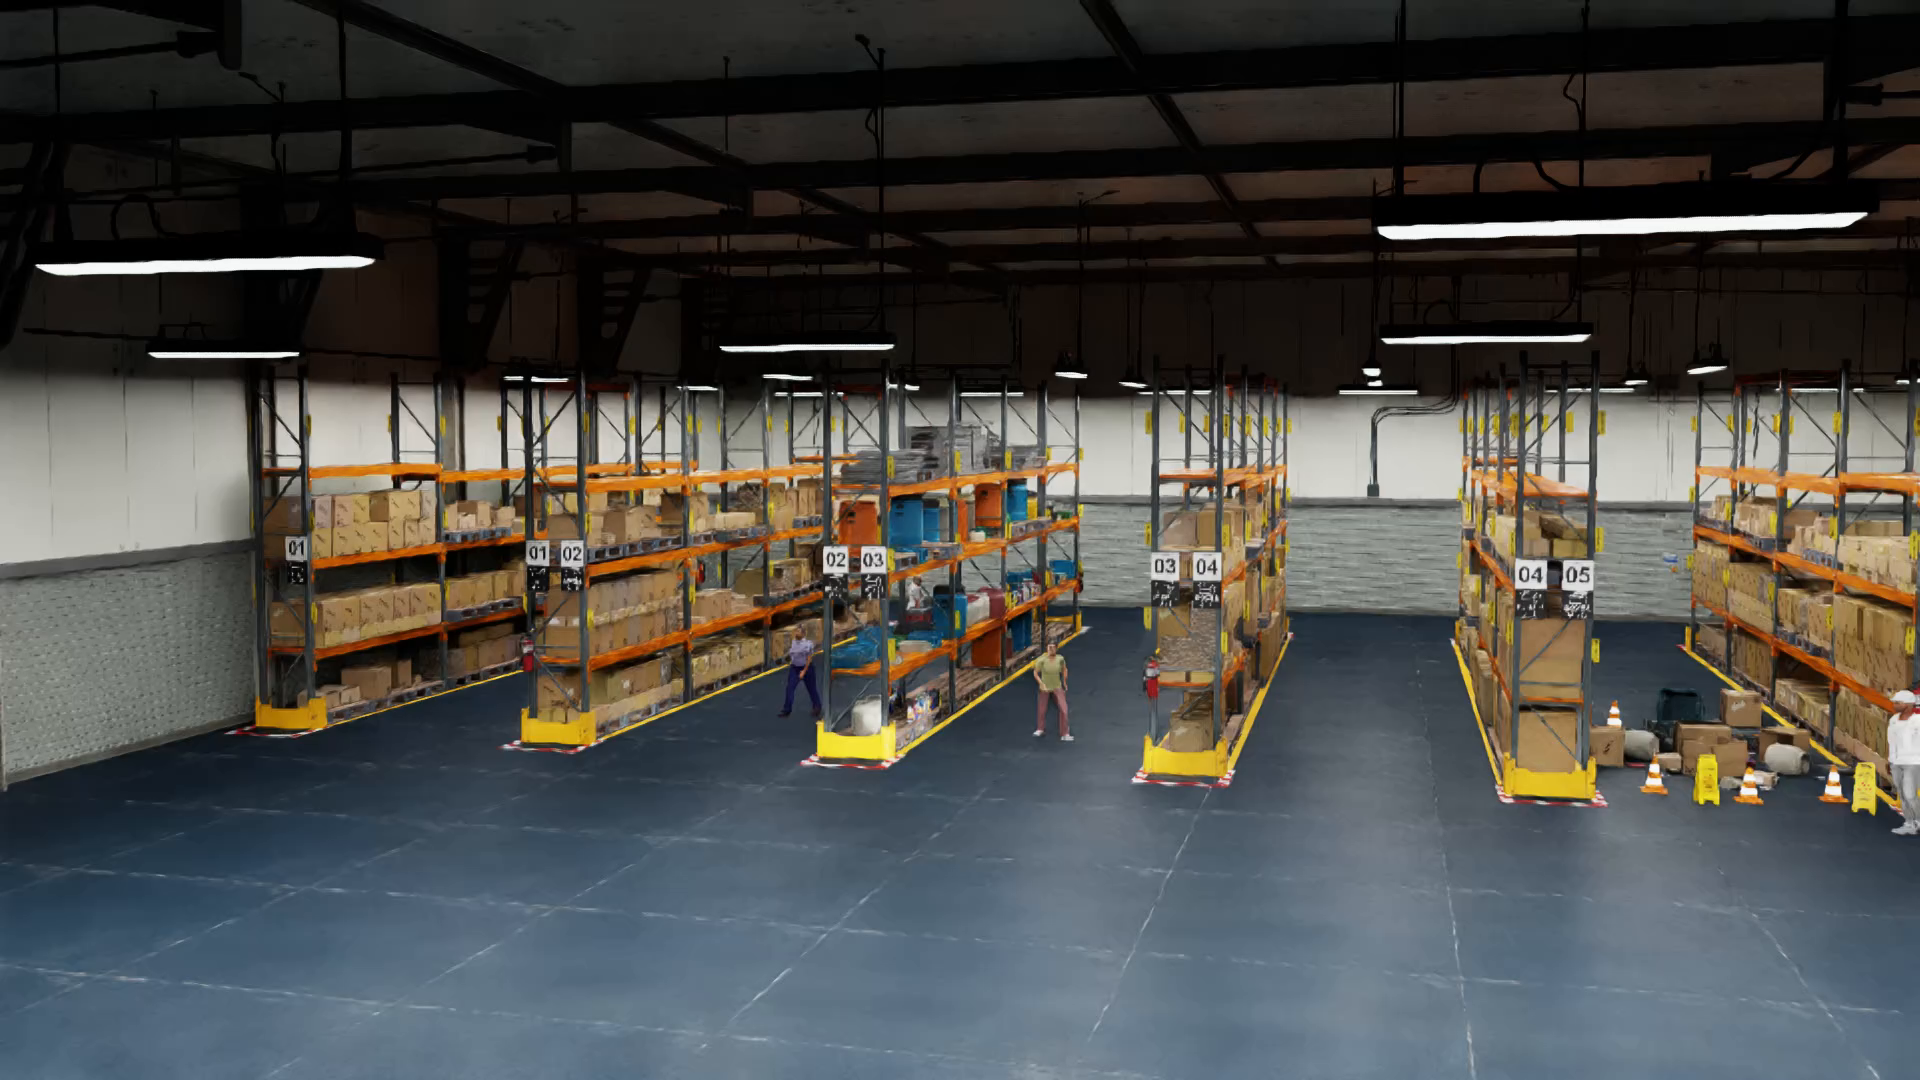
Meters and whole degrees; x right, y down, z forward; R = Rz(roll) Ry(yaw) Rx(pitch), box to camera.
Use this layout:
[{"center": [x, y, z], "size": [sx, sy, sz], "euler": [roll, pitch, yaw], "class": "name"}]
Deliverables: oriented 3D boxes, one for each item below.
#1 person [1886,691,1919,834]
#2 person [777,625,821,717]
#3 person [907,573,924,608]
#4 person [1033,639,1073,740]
[{"center": [11.567, 2.715, 20.259], "size": [0.398, 1.760, 0.652], "euler": [-1, 4, -15], "class": "person"}, {"center": [-2.716, 2.234, 28.490], "size": [0.479, 1.572, 0.985], "euler": [2, 4, 24], "class": "person"}, {"center": [-0.924, 1.570, 36.559], "size": [0.477, 1.789, 0.634], "euler": [-1, 4, -11], "class": "person"}, {"center": [1.464, 2.362, 26.516], "size": [0.621, 1.604, 0.814], "euler": [0, 4, -2], "class": "person"}]
